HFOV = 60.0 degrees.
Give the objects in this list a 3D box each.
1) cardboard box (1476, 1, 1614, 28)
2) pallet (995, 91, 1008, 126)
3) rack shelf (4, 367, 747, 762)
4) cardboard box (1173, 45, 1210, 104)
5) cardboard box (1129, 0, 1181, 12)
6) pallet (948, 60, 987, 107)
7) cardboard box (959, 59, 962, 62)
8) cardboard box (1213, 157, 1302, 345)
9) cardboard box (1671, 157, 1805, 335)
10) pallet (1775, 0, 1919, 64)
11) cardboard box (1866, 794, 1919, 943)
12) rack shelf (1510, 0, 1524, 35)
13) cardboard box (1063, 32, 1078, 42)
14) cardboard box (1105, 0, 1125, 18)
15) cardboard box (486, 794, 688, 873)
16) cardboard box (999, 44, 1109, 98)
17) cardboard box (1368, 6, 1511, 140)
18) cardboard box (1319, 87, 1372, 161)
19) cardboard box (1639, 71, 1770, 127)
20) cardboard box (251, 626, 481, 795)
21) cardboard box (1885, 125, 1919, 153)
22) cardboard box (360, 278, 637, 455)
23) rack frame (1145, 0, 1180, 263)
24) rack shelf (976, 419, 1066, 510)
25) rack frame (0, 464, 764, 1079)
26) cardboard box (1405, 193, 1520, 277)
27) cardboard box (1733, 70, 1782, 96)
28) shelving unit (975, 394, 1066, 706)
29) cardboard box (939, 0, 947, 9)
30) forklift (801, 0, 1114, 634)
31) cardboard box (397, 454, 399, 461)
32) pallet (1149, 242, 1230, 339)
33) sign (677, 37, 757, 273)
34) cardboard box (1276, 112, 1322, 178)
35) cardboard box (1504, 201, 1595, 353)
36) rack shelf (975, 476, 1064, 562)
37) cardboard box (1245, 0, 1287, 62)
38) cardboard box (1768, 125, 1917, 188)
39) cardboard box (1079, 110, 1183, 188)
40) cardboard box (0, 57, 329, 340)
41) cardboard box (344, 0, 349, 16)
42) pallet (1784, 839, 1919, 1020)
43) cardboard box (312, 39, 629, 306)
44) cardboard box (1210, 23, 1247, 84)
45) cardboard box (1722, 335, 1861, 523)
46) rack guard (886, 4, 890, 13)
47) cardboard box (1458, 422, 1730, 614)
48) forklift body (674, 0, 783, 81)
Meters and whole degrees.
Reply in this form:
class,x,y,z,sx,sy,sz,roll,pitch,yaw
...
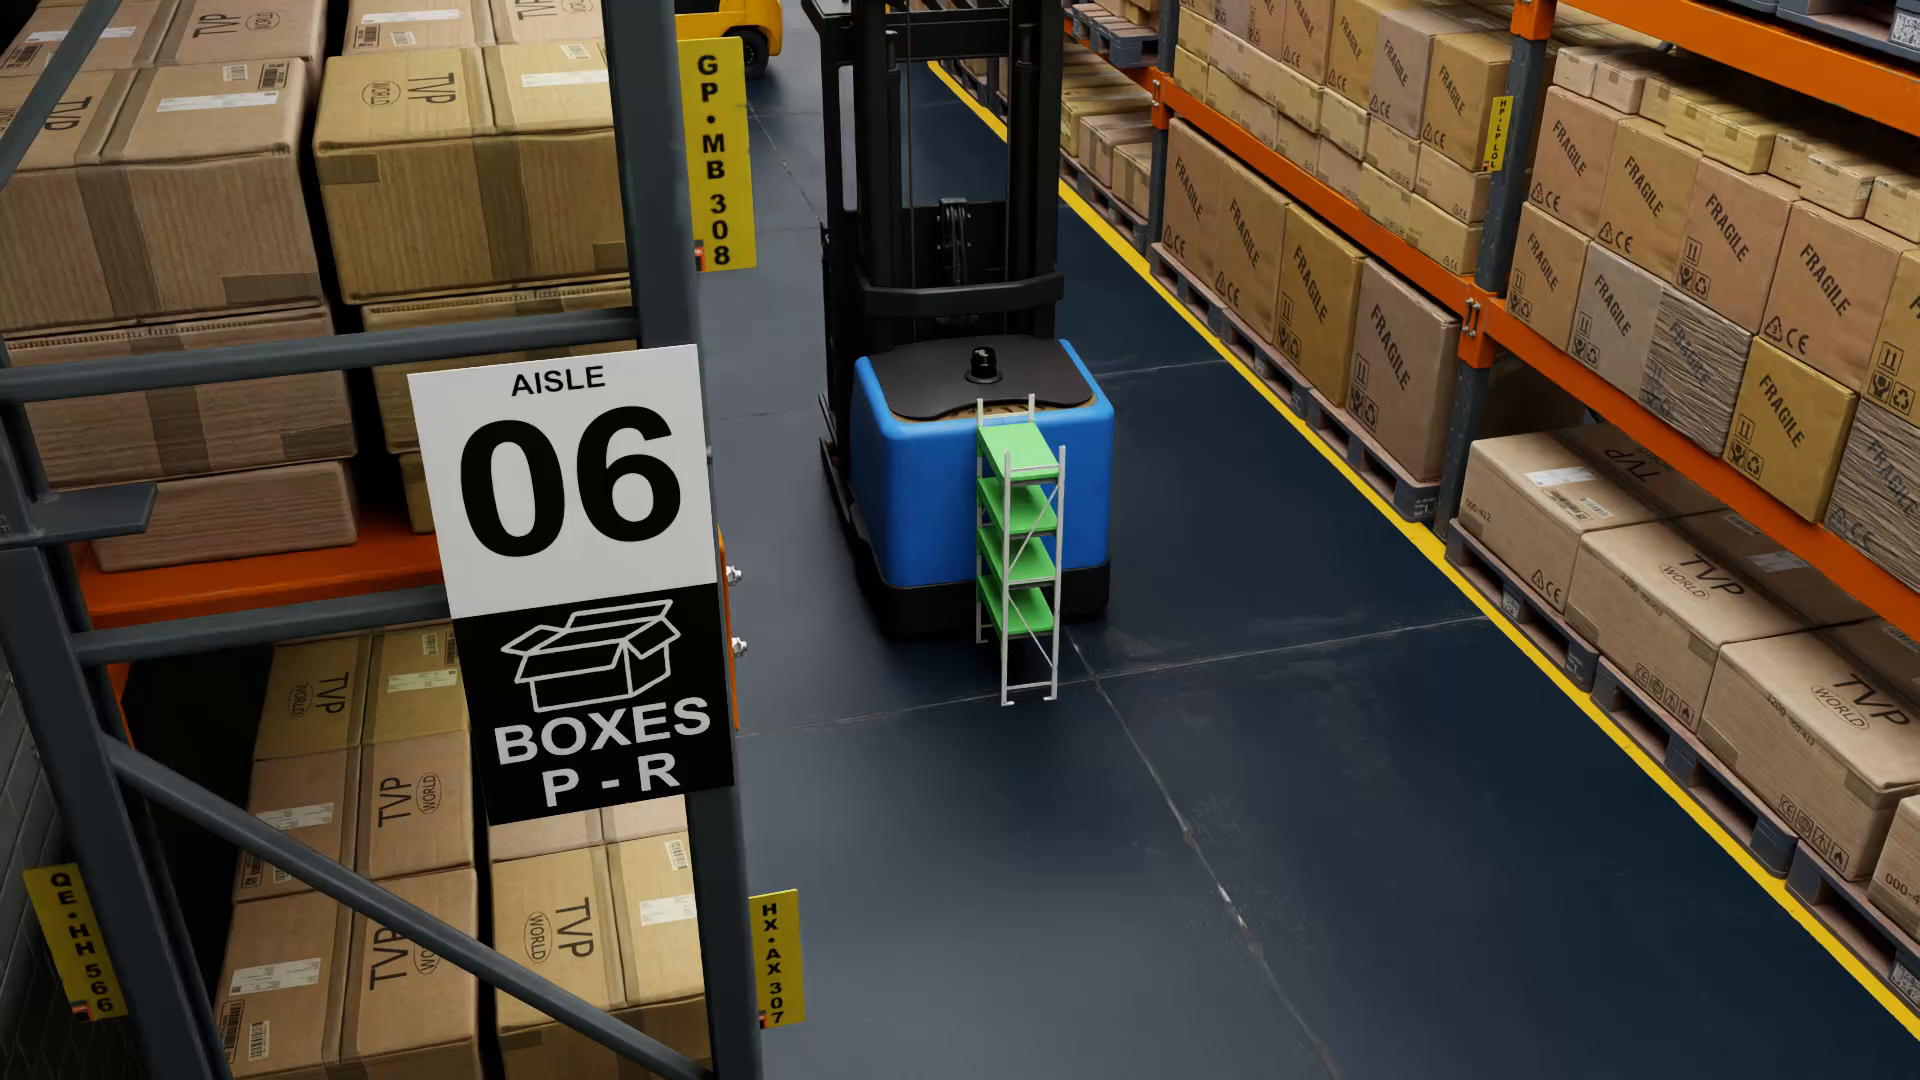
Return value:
class,x,y,z,sx,sy,sz,roll,pitch,yaw
cardboard box,2.858,-2.341,8.203,0.500,0.500,0.500,-8,31,-14
pallet,0.944,-3.654,14.352,1.003,0.211,1.213,-8,31,-13
rack shelf,-1.395,-0.732,4.244,1.077,0.370,4.000,-8,31,-13
cardboard box,1.685,-2.970,10.536,0.500,0.250,0.500,-8,31,-14
cardboard box,1.409,-3.841,11.076,0.500,0.500,0.500,-9,31,-15
pallet,0.523,-4.349,15.553,1.003,0.211,1.213,-8,31,-13
cardboard box,0.169,-4.734,15.760,0.500,0.250,0.500,-9,31,-15
cardboard box,2.133,-1.791,10.051,0.875,0.875,0.875,-7,31,-13
cardboard box,3.005,-1.093,6.046,0.500,0.500,0.500,-7,31,-12
pallet,3.386,-1.648,5.197,1.003,0.211,1.213,-8,31,-13
cardboard box,3.649,1.181,5.354,0.875,0.438,0.875,-9,31,-15
rack shelf,2.328,-3.325,8.725,1.077,0.370,4.000,-8,31,-13
cardboard box,0.840,-4.874,15.253,0.500,0.500,0.500,-6,31,-11
cardboard box,1.233,-3.740,11.549,0.380,0.149,0.250,-8,31,-14
cardboard box,-0.858,0.659,3.970,0.500,0.250,0.500,-8,31,-13
cardboard box,0.877,-4.028,14.419,0.950,0.372,0.625,-7,31,-13
cardboard box,2.354,-2.280,8.097,0.500,0.500,0.500,-7,31,-12
cardboard box,2.225,-2.194,8.698,0.500,0.250,0.500,-7,31,-12
cardboard box,2.885,-1.703,6.452,0.380,0.149,0.250,-8,31,-14
cardboard box,-1.504,0.481,4.277,0.500,0.250,0.500,-7,31,-12
cardboard box,3.526,-1.397,5.924,0.380,0.149,0.250,-8,31,-14
cardboard box,-0.718,-0.392,2.791,0.500,0.250,0.500,-8,31,-14
rack frame,1.797,-3.305,10.965,1.000,3.000,0.127,-8,31,-13
rack shelf,0.241,-0.312,6.761,0.258,0.148,0.480,-6,31,-10
rack frame,-0.864,1.221,3.146,1.000,3.000,0.127,-8,31,-13
cardboard box,2.497,-1.491,7.981,0.500,0.250,0.500,-9,31,-14
cardboard box,3.270,-1.759,6.550,0.380,0.149,0.250,-8,31,-13
shelving unit,0.241,0.048,6.970,0.258,1.200,0.503,-6,31,-10
cardboard box,0.047,-5.295,15.980,0.500,0.500,0.500,-6,31,-11
forklift,-0.130,-1.574,8.043,1.130,2.935,3.031,-6,31,-10
cardboard box,-0.819,-0.276,2.990,0.380,0.149,0.250,-7,31,-12
pallet,1.934,-1.707,10.988,1.003,0.211,1.213,-8,31,-13
sign,-0.341,-0.528,2.300,0.100,0.325,0.005,-8,31,-13
cardboard box,2.106,-2.232,9.262,0.500,0.250,0.500,-8,31,-13
cardboard box,2.731,-1.154,7.150,0.500,0.500,0.500,-7,31,-12
rack shelf,0.241,-0.105,6.881,0.258,0.148,0.480,-6,31,-10
cardboard box,1.956,-3.020,9.375,0.500,0.500,0.500,-7,31,-12
cardboard box,3.080,-1.332,5.812,0.380,0.149,0.250,-8,31,-13
cardboard box,1.454,-2.979,12.606,0.950,0.372,0.625,-8,31,-14
cardboard box,-1.251,-0.535,2.539,0.500,0.250,0.500,-9,31,-15
cardboard box,-1.642,-1.279,3.825,0.500,0.250,0.500,-8,31,-13
pallet,3.633,1.390,5.637,1.003,0.211,1.213,-8,31,-13
cardboard box,-0.739,-0.605,2.660,0.500,0.250,0.500,-8,31,-14
cardboard box,1.830,-2.929,9.966,0.500,0.250,0.500,-7,31,-12
cardboard box,3.123,-0.421,5.883,0.500,0.500,0.500,-7,31,-12
rack guard,-0.306,-6.050,18.203,1.175,0.500,0.348,-8,31,-13
cardboard box,2.922,-0.128,7.615,0.875,0.438,0.875,-8,31,-14
forklift body,-2.848,-5.466,15.546,2.313,2.155,1.214,-8,31,-13
